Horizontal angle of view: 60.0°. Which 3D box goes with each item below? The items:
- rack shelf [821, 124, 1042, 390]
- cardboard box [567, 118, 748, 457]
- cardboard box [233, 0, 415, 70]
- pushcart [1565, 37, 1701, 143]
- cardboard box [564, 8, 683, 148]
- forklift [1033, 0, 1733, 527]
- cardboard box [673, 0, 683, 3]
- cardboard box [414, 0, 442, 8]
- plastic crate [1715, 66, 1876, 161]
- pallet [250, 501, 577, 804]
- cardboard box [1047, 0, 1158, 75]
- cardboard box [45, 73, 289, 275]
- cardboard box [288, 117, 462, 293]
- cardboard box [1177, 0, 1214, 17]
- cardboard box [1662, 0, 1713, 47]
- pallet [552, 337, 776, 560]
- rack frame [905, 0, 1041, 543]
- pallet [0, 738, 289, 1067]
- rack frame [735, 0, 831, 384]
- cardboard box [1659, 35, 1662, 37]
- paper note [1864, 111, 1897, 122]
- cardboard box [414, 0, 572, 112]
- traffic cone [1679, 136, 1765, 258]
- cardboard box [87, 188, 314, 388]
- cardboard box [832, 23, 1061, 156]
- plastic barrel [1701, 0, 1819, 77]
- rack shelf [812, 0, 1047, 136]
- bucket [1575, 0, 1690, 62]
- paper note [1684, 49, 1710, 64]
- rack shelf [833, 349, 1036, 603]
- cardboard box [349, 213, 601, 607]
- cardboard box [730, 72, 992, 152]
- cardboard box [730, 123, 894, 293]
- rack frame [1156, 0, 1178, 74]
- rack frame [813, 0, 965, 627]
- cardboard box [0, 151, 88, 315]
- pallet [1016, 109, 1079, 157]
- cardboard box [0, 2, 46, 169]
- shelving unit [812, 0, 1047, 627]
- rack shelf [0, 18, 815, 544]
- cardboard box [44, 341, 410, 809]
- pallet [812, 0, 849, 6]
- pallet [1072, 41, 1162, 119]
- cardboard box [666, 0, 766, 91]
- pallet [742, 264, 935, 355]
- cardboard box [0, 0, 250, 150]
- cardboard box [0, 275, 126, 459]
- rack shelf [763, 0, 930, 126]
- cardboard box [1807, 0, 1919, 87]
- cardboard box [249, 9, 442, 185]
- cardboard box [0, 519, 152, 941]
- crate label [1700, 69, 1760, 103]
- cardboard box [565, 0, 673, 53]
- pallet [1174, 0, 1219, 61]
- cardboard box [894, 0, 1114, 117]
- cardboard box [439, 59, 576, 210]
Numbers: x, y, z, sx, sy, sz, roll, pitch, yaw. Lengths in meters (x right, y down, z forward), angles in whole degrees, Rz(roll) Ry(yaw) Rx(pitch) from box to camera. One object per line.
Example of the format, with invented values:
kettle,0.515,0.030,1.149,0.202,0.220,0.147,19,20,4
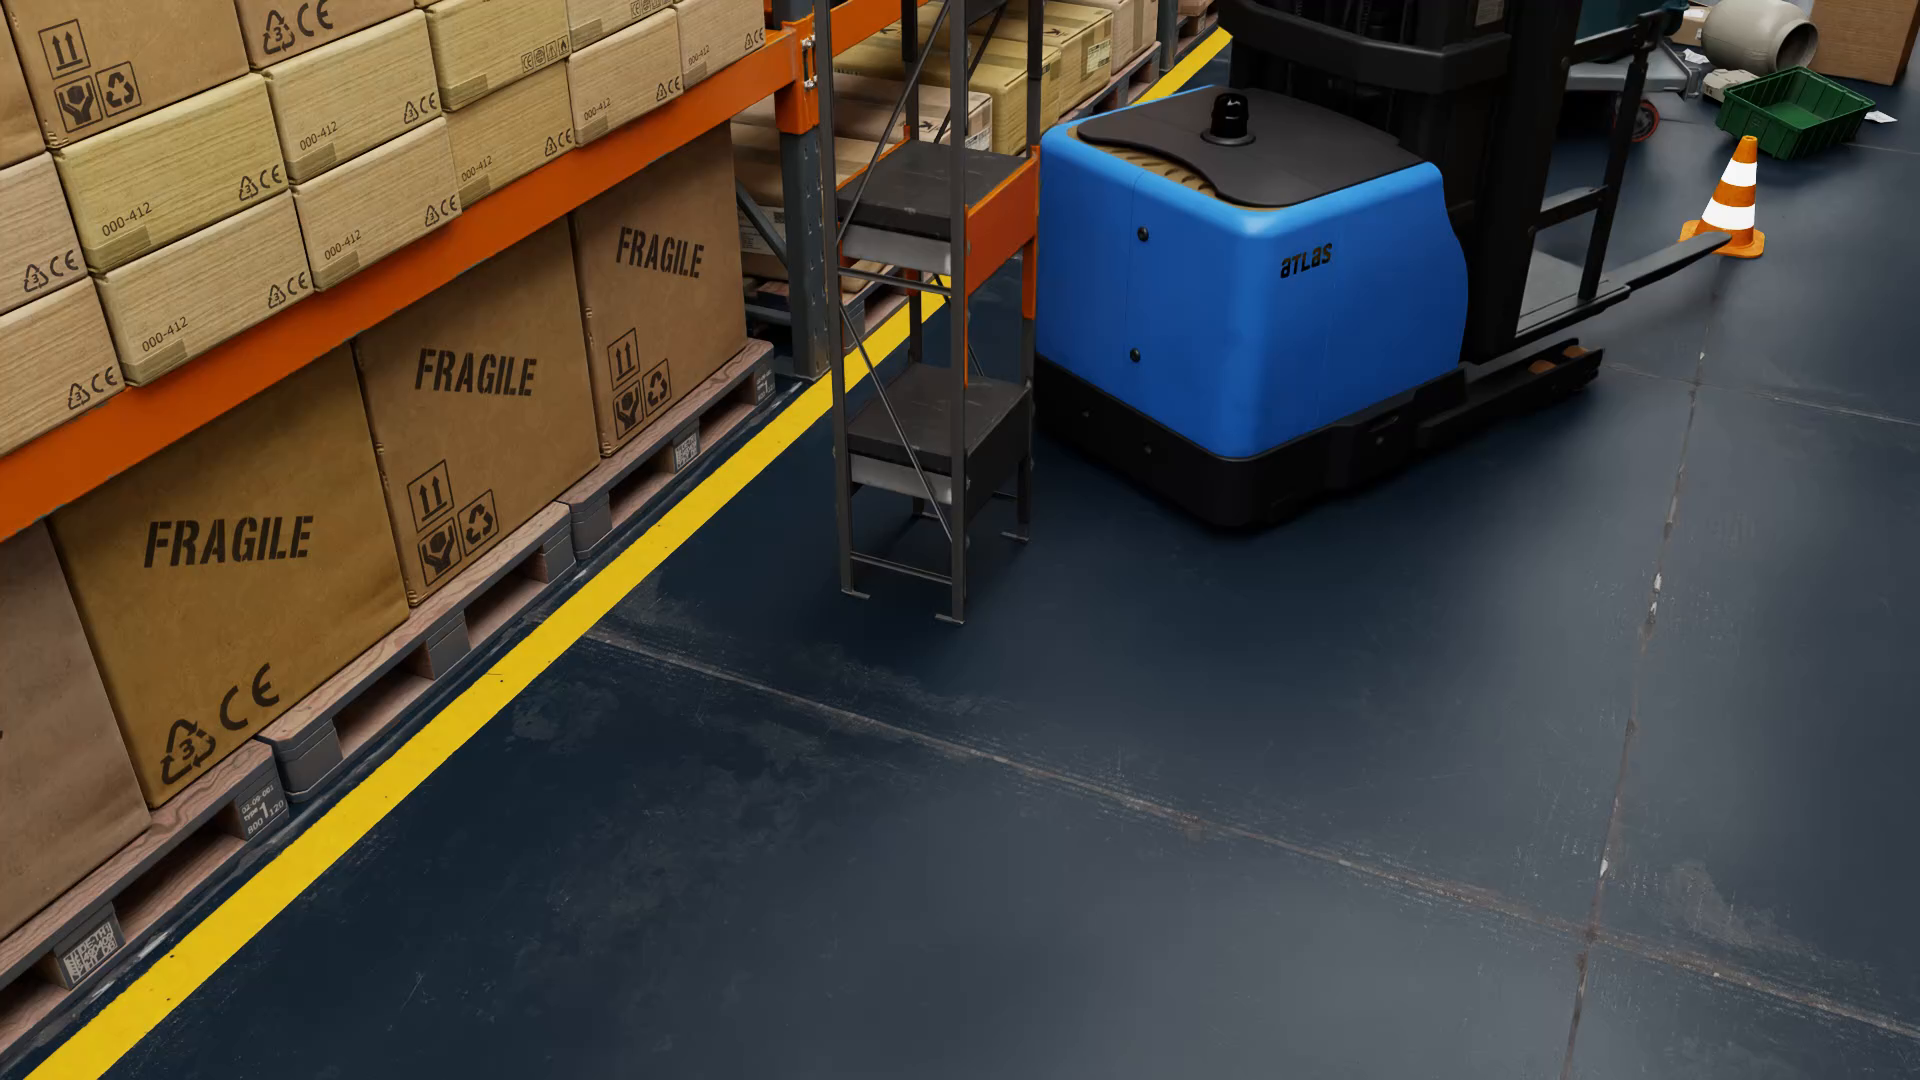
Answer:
rack shelf,-0.069,-0.784,4.556,0.431,0.518,0.480,14,36,20
cardboard box,-1.327,-0.936,5.496,0.875,0.875,0.875,14,36,20
cardboard box,-1.581,-1.362,3.589,0.500,0.500,0.500,14,36,20
pushcart,2.802,-2.371,8.522,1.648,0.377,0.936,3,33,4
cardboard box,-1.138,-1.341,4.697,0.500,0.250,0.500,15,36,21
forklift,1.716,-1.913,5.495,3.031,2.935,1.130,-23,39,-30
cardboard box,-0.935,-1.820,4.971,0.500,0.250,0.500,14,36,20
cardboard box,-1.363,-1.613,3.971,0.500,0.500,0.500,14,36,21
plastic crate,4.132,-2.116,8.253,0.662,0.188,0.450,-21,49,-29
pallet,-1.873,0.173,4.793,1.003,0.211,1.213,14,36,20
cardboard box,0.493,-2.781,8.769,0.950,0.372,0.625,15,36,21
cardboard box,-1.768,-0.793,3.405,0.500,0.250,0.500,15,36,21
cardboard box,-1.551,-0.834,3.923,0.500,0.250,0.500,14,36,20
cardboard box,1.203,-3.223,9.555,0.500,0.250,0.500,13,35,18
cardboard box,4.295,-3.016,9.607,0.396,0.266,0.258,21,39,28
pallet,-1.361,-0.432,5.716,1.003,0.211,1.213,14,36,20
rack frame,0.033,-0.917,4.734,0.400,2.100,0.015,14,36,20
pallet,-2.382,0.783,3.863,1.003,0.211,1.213,14,36,20
rack frame,-0.963,-1.973,5.524,1.000,3.000,0.127,14,36,20
cardboard box,3.565,-3.047,9.315,0.797,0.637,0.503,14,36,20
paper note,4.708,-2.182,8.549,0.147,0.020,0.142,-9,34,-13
cardboard box,-1.342,-1.304,4.185,0.500,0.250,0.500,13,36,19
traffic cone,3.316,-1.498,7.113,0.336,0.463,0.334,14,36,20
cardboard box,-1.769,-0.587,3.546,0.500,0.250,0.500,14,36,20
cardboard box,-0.094,-2.075,7.693,0.950,0.372,0.625,15,36,22
plastic barrel,4.330,-2.720,9.012,0.421,0.421,0.512,-15,36,-21
rack shelf,-0.069,-1.370,4.172,0.431,0.518,0.480,14,36,20
bucket,3.212,-2.744,8.298,0.726,0.611,0.620,29,53,36
paper note,4.155,-2.732,9.395,0.172,0.023,0.155,29,43,36
rack shelf,-0.069,-0.199,4.940,0.431,0.518,0.480,14,36,20
cardboard box,-1.704,-0.492,4.820,0.875,0.875,0.875,15,36,21
cardboard box,-0.416,-1.699,7.118,0.950,0.372,0.625,13,36,20
cardboard box,-0.717,-1.329,6.555,0.950,0.372,0.625,12,35,17
rack frame,0.711,-3.966,8.562,1.000,3.000,0.127,14,36,20
rack frame,-0.171,-0.674,4.363,0.400,2.100,0.015,14,36,20
cardboard box,-2.004,-0.548,3.031,0.500,0.250,0.500,15,36,21
pallet,-0.123,-1.802,7.805,1.003,0.211,1.213,14,36,20
cardboard box,-2.003,-0.854,2.814,0.500,0.500,0.500,14,36,20
shelving unit,-0.069,-0.796,4.549,0.431,2.100,0.503,14,36,20
rack shelf,-1.800,-0.677,4.202,1.077,0.370,4.000,14,36,20
cardboard box,-2.079,-0.047,4.141,0.875,0.875,0.875,15,36,22
pallet,-0.761,-2.273,6.155,1.213,0.211,1.003,14,36,20
pallet,0.386,-2.411,8.735,1.003,0.211,1.213,14,36,20
cardboard box,-0.939,-1.599,5.090,0.500,0.250,0.500,13,35,19
pallet,-0.635,-1.196,6.882,1.003,0.211,1.213,14,36,20
cardboard box,-1.791,-1.103,3.194,0.500,0.500,0.500,13,36,19
cardboard box,-1.997,-0.335,3.162,0.500,0.250,0.500,13,36,19
rack shelf,-0.126,-2.669,7.241,1.077,0.370,4.000,14,36,20
cardboard box,4.966,-2.845,9.130,0.500,0.500,0.500,21,39,28
cardboard box,-1.559,-1.046,3.790,0.500,0.250,0.500,13,35,19
cardboard box,-2.450,0.404,3.452,0.875,0.875,0.875,15,36,22
crate label,4.073,-2.384,8.761,0.298,0.136,0.250,-9,34,-13
cardboard box,-1.146,-1.564,4.581,0.500,0.250,0.500,13,36,19
pallet,0.960,-3.142,9.849,1.003,0.211,1.213,14,36,20
cardboard box,0.196,-2.422,8.221,0.950,0.372,0.625,16,37,23
cardboard box,-1.363,-1.094,4.320,0.500,0.250,0.500,14,36,20
